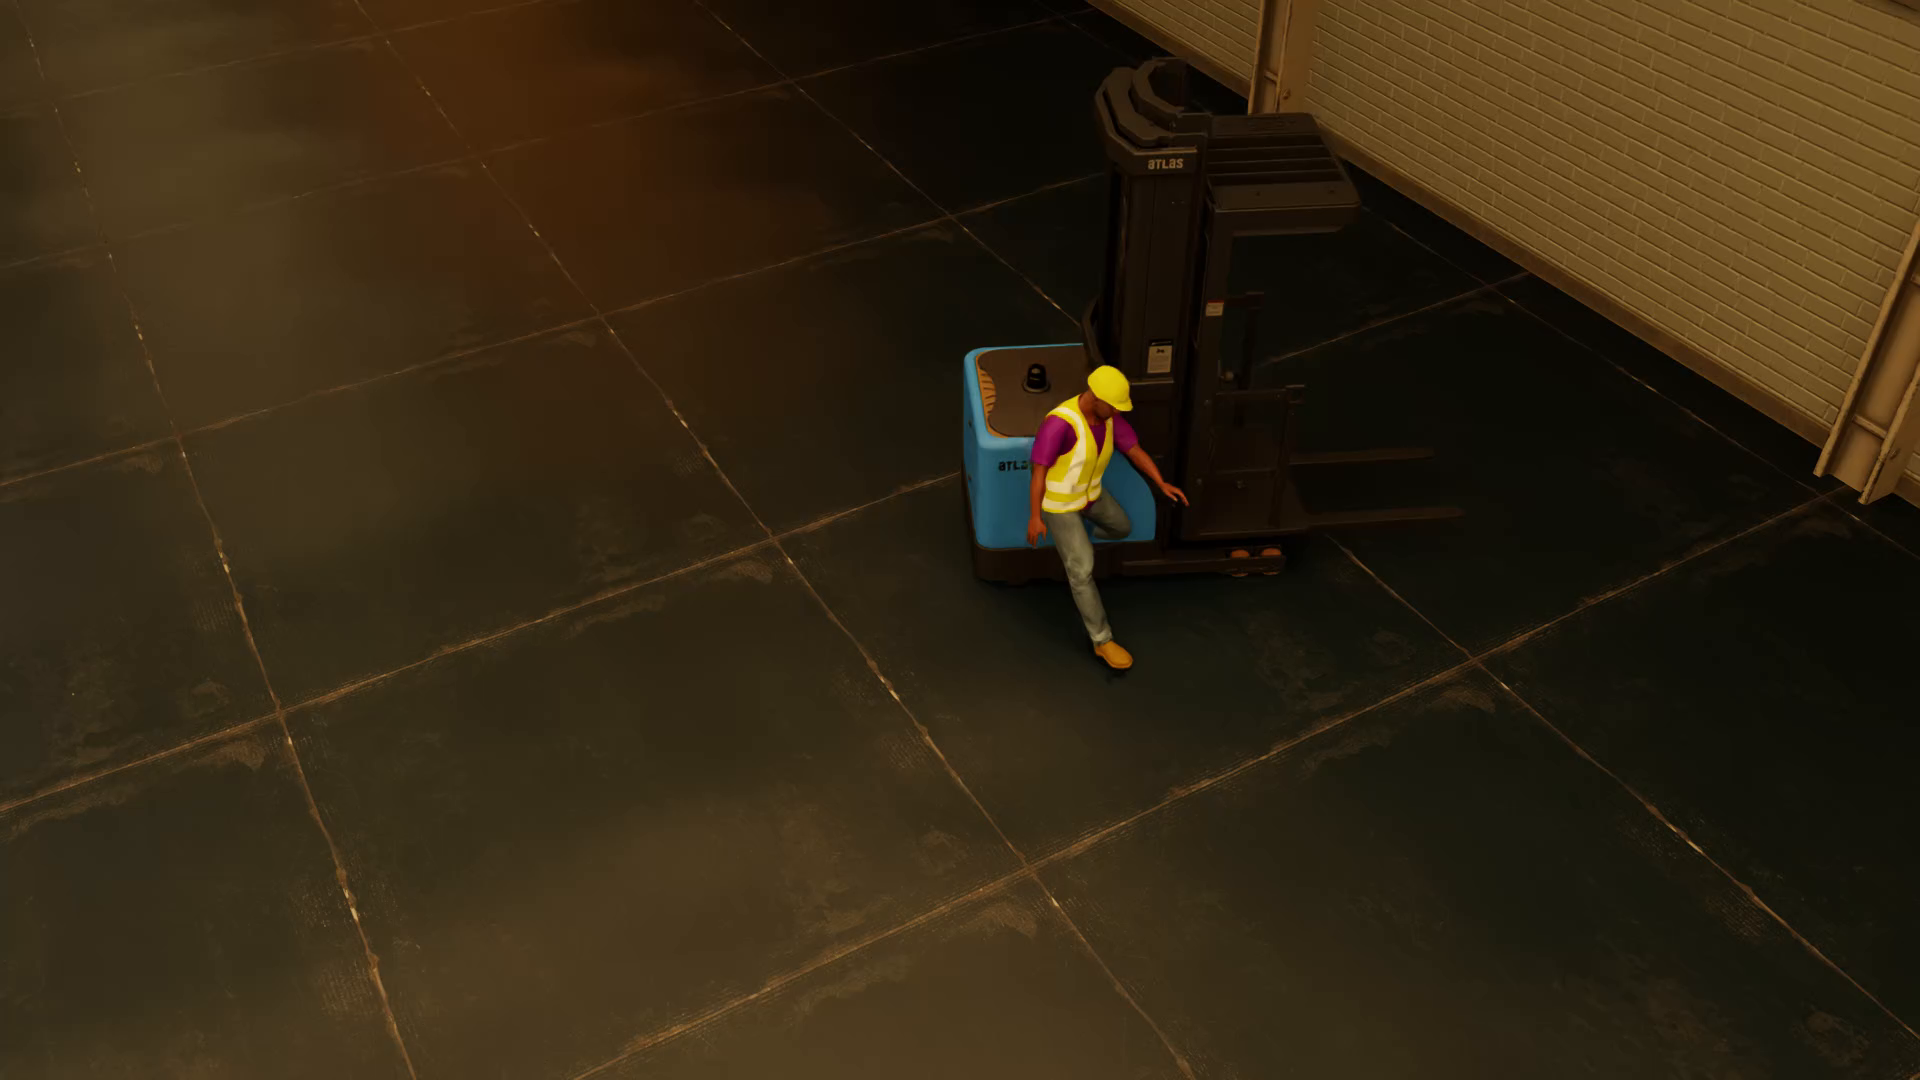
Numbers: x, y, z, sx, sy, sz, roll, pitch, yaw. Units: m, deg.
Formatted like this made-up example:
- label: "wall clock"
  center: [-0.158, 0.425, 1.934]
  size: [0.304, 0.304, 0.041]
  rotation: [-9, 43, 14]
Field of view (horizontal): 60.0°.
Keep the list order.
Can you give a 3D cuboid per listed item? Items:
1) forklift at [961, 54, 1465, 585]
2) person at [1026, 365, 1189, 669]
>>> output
- label: "forklift"
  center: [1.556, -1.240, 9.531]
  size: [3.031, 2.935, 1.130]
  rotation: [-3, 40, -4]
- label: "person"
  center: [0.807, -0.193, 9.270]
  size: [0.967, 1.613, 0.917]
  rotation: [30, 48, 31]
